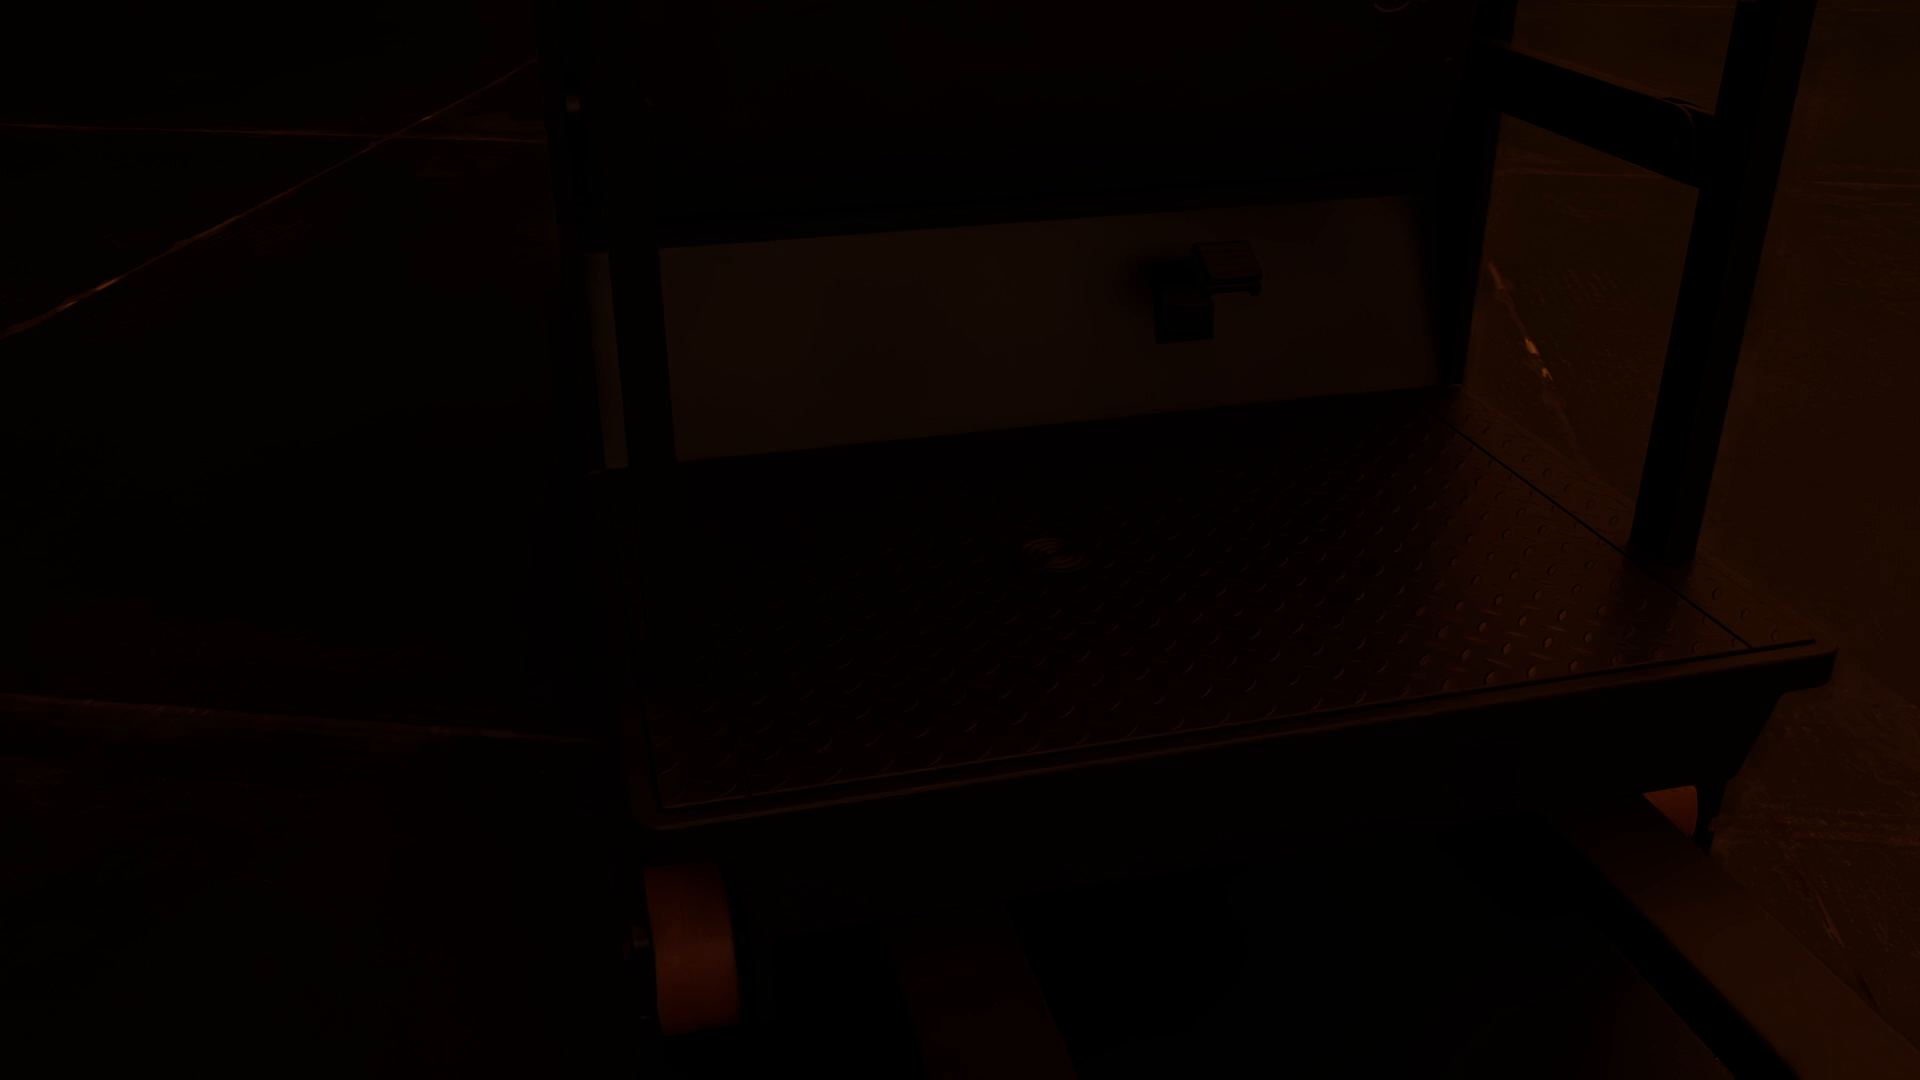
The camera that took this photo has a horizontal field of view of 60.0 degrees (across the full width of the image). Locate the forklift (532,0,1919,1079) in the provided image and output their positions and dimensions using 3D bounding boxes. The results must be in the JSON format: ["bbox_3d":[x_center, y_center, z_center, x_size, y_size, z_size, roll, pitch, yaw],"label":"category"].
[{"bbox_3d":[0.159,-1.038,1.297,1.130,2.935,3.031,-7,27,-13],"label":"forklift"}]
